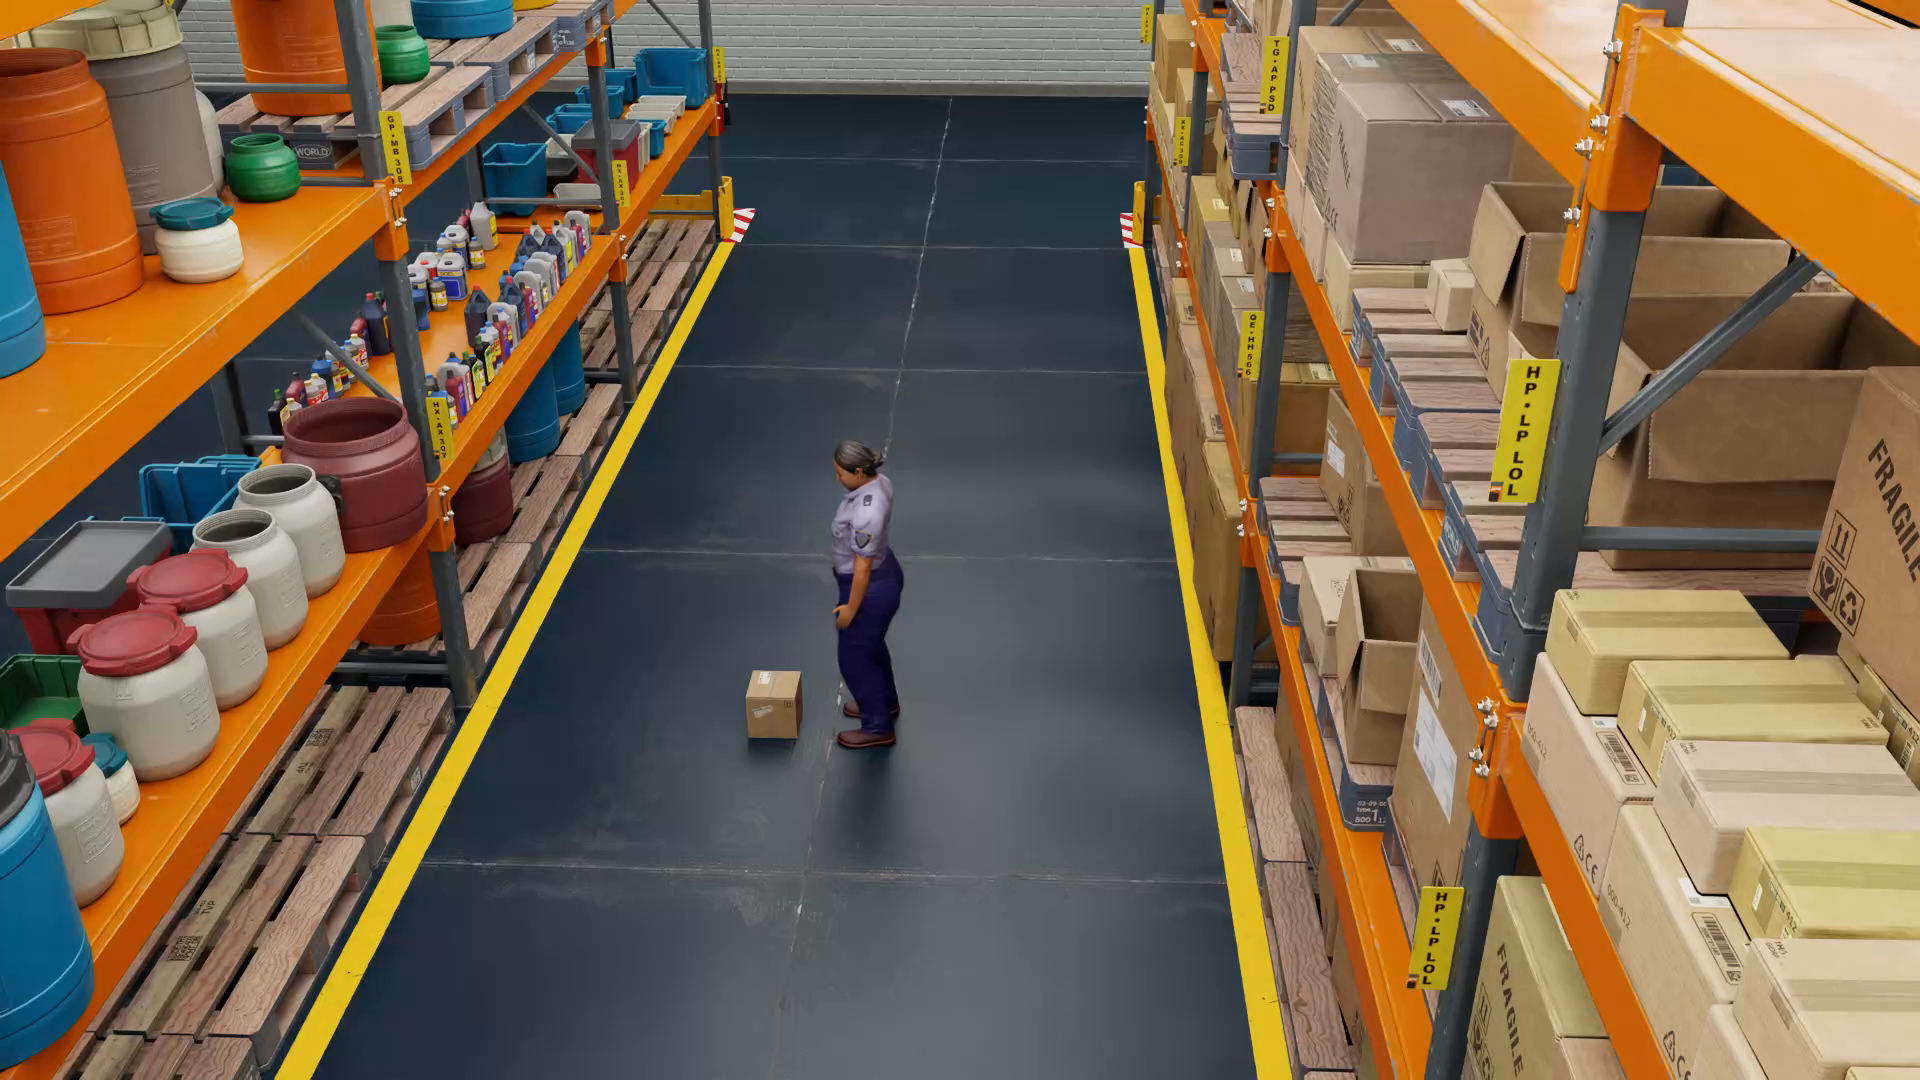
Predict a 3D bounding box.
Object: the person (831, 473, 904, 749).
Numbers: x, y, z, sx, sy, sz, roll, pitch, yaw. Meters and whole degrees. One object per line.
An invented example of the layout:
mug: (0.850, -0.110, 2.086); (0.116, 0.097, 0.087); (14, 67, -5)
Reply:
person: (-0.469, 0.338, 8.220); (0.308, 1.457, 0.473); (2, 28, 3)
